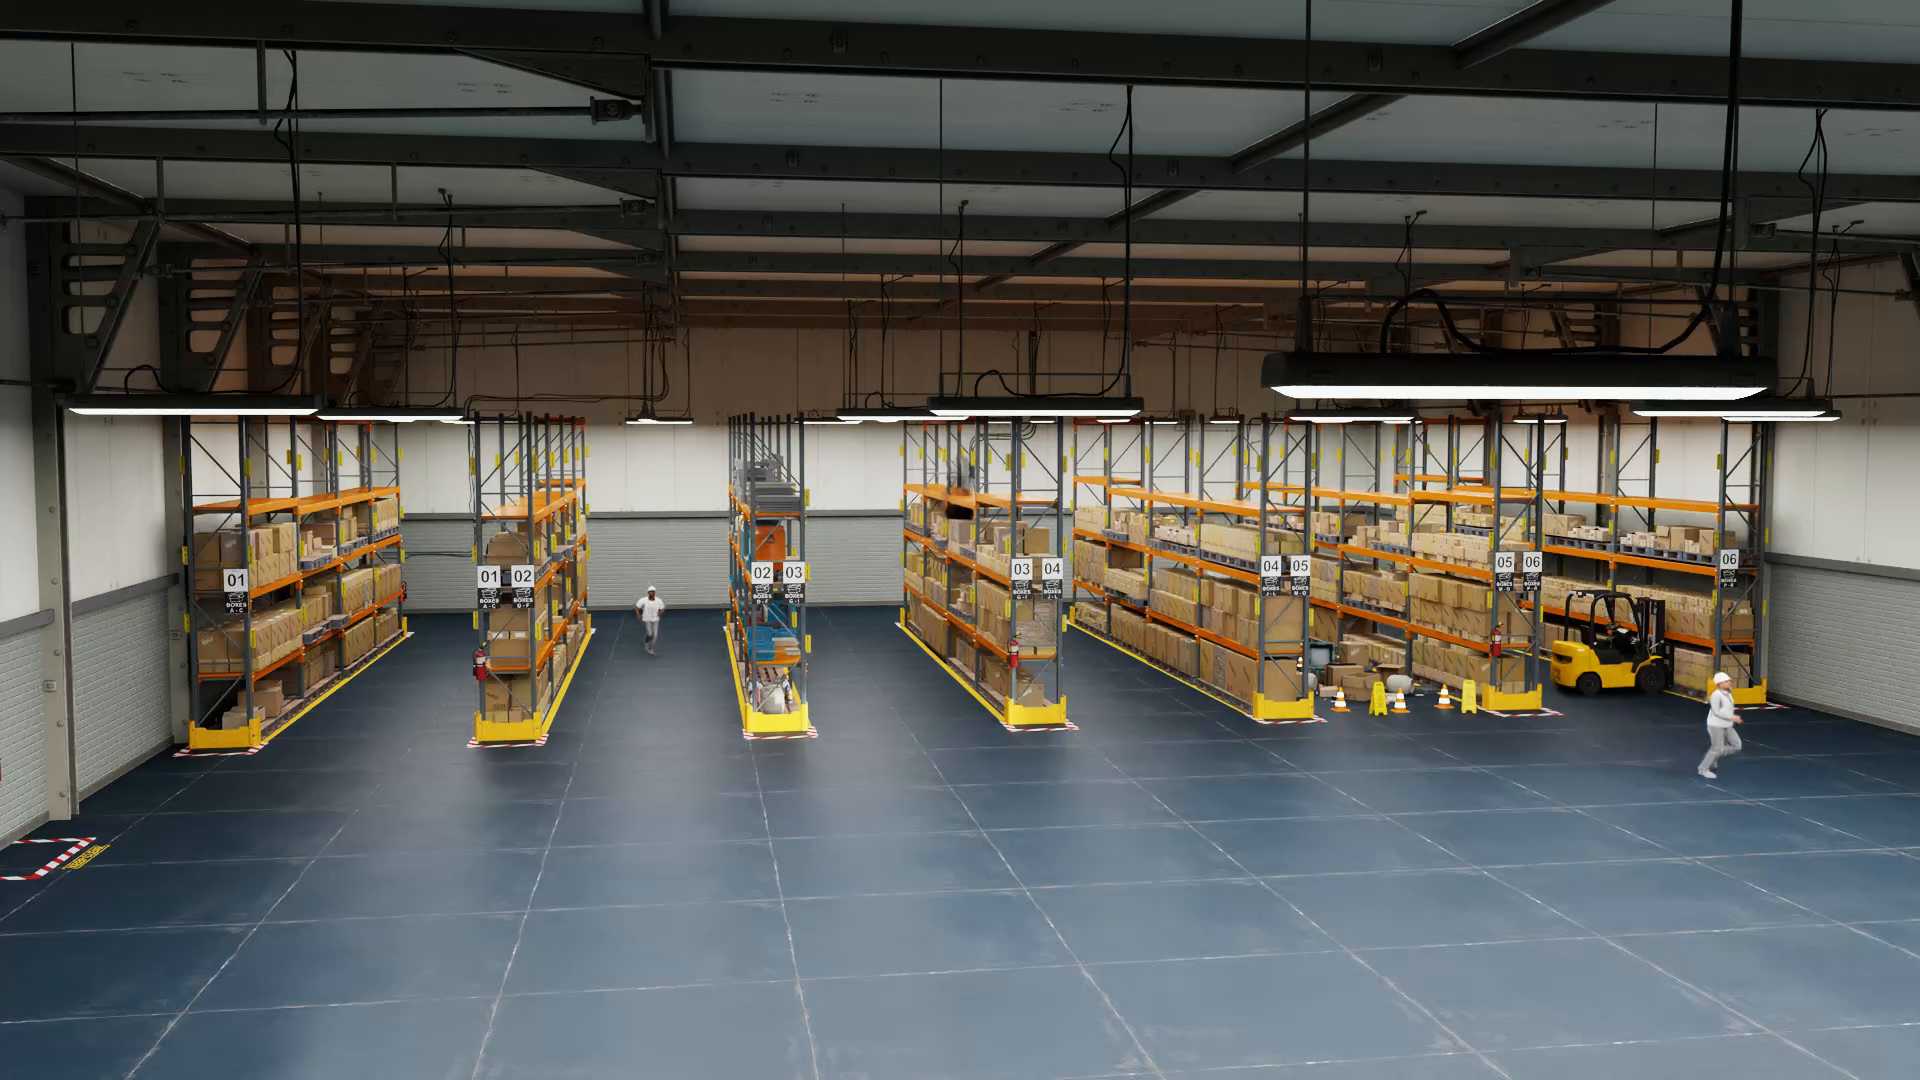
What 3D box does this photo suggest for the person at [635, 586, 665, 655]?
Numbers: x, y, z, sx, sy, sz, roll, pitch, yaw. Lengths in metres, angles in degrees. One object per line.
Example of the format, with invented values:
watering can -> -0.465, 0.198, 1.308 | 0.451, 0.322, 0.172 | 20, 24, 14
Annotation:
person -> -7.730, 2.026, 41.654 | 0.707, 1.729, 0.593 | -2, 4, -26

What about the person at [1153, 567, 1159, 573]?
person -> 5.685, 1.646, 47.790 | 0.585, 1.720, 0.801 | -1, 4, -18

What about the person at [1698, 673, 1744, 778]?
person -> 12.431, 3.018, 27.086 | 0.682, 1.734, 0.703 | -4, 5, -43

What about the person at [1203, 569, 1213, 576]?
person -> 7.502, 1.434, 50.578 | 0.645, 1.666, 0.601 | -1, 4, -8
